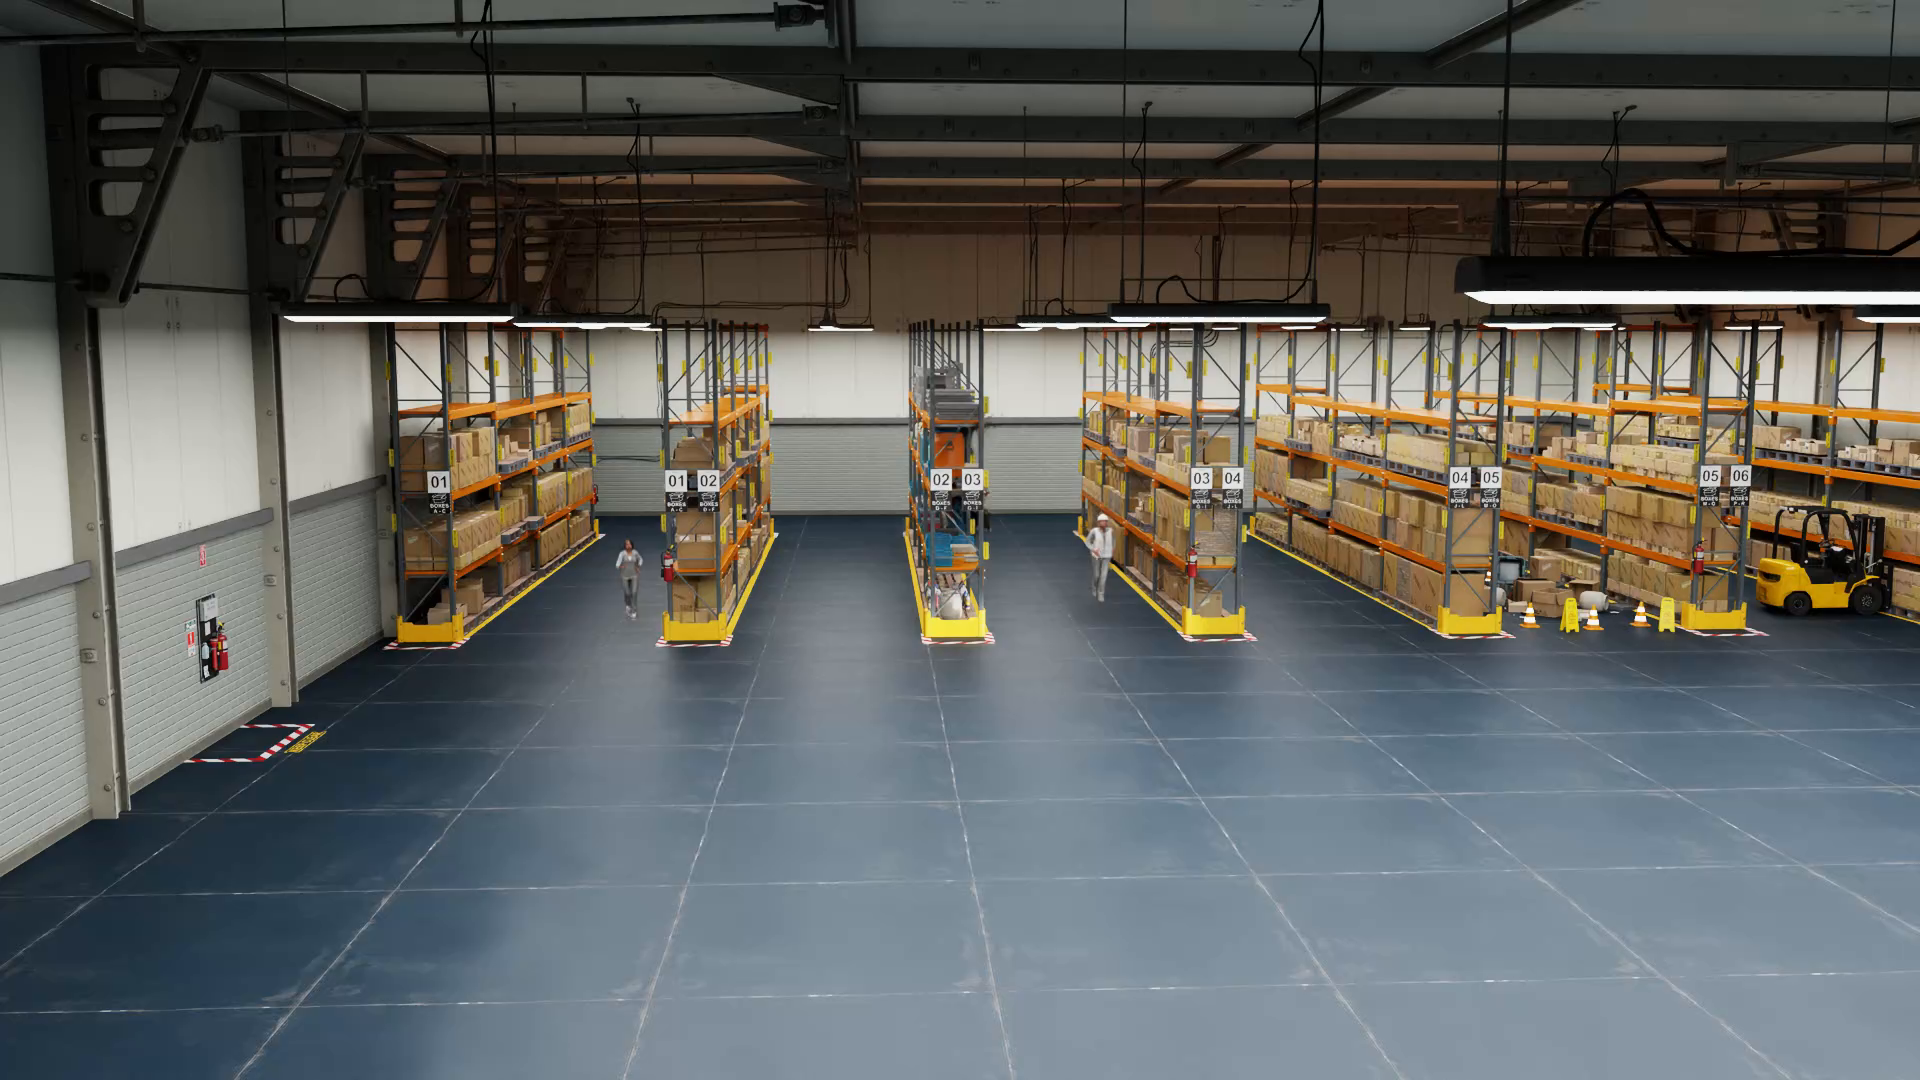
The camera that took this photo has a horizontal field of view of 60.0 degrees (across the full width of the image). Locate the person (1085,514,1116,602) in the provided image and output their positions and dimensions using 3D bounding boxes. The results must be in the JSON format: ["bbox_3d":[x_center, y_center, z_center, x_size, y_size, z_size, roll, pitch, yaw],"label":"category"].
[{"bbox_3d":[2.914,0.348,34.230,0.684,1.779,0.808,-1,7,-10],"label":"person"}]

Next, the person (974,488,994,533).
[{"bbox_3d":[0.518,-1.046,48.071,0.841,1.772,0.826,5,9,36],"label":"person"}]

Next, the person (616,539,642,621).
[{"bbox_3d":[-6.656,0.774,33.499,0.536,1.595,0.878,-2,7,-14],"label":"person"}]
